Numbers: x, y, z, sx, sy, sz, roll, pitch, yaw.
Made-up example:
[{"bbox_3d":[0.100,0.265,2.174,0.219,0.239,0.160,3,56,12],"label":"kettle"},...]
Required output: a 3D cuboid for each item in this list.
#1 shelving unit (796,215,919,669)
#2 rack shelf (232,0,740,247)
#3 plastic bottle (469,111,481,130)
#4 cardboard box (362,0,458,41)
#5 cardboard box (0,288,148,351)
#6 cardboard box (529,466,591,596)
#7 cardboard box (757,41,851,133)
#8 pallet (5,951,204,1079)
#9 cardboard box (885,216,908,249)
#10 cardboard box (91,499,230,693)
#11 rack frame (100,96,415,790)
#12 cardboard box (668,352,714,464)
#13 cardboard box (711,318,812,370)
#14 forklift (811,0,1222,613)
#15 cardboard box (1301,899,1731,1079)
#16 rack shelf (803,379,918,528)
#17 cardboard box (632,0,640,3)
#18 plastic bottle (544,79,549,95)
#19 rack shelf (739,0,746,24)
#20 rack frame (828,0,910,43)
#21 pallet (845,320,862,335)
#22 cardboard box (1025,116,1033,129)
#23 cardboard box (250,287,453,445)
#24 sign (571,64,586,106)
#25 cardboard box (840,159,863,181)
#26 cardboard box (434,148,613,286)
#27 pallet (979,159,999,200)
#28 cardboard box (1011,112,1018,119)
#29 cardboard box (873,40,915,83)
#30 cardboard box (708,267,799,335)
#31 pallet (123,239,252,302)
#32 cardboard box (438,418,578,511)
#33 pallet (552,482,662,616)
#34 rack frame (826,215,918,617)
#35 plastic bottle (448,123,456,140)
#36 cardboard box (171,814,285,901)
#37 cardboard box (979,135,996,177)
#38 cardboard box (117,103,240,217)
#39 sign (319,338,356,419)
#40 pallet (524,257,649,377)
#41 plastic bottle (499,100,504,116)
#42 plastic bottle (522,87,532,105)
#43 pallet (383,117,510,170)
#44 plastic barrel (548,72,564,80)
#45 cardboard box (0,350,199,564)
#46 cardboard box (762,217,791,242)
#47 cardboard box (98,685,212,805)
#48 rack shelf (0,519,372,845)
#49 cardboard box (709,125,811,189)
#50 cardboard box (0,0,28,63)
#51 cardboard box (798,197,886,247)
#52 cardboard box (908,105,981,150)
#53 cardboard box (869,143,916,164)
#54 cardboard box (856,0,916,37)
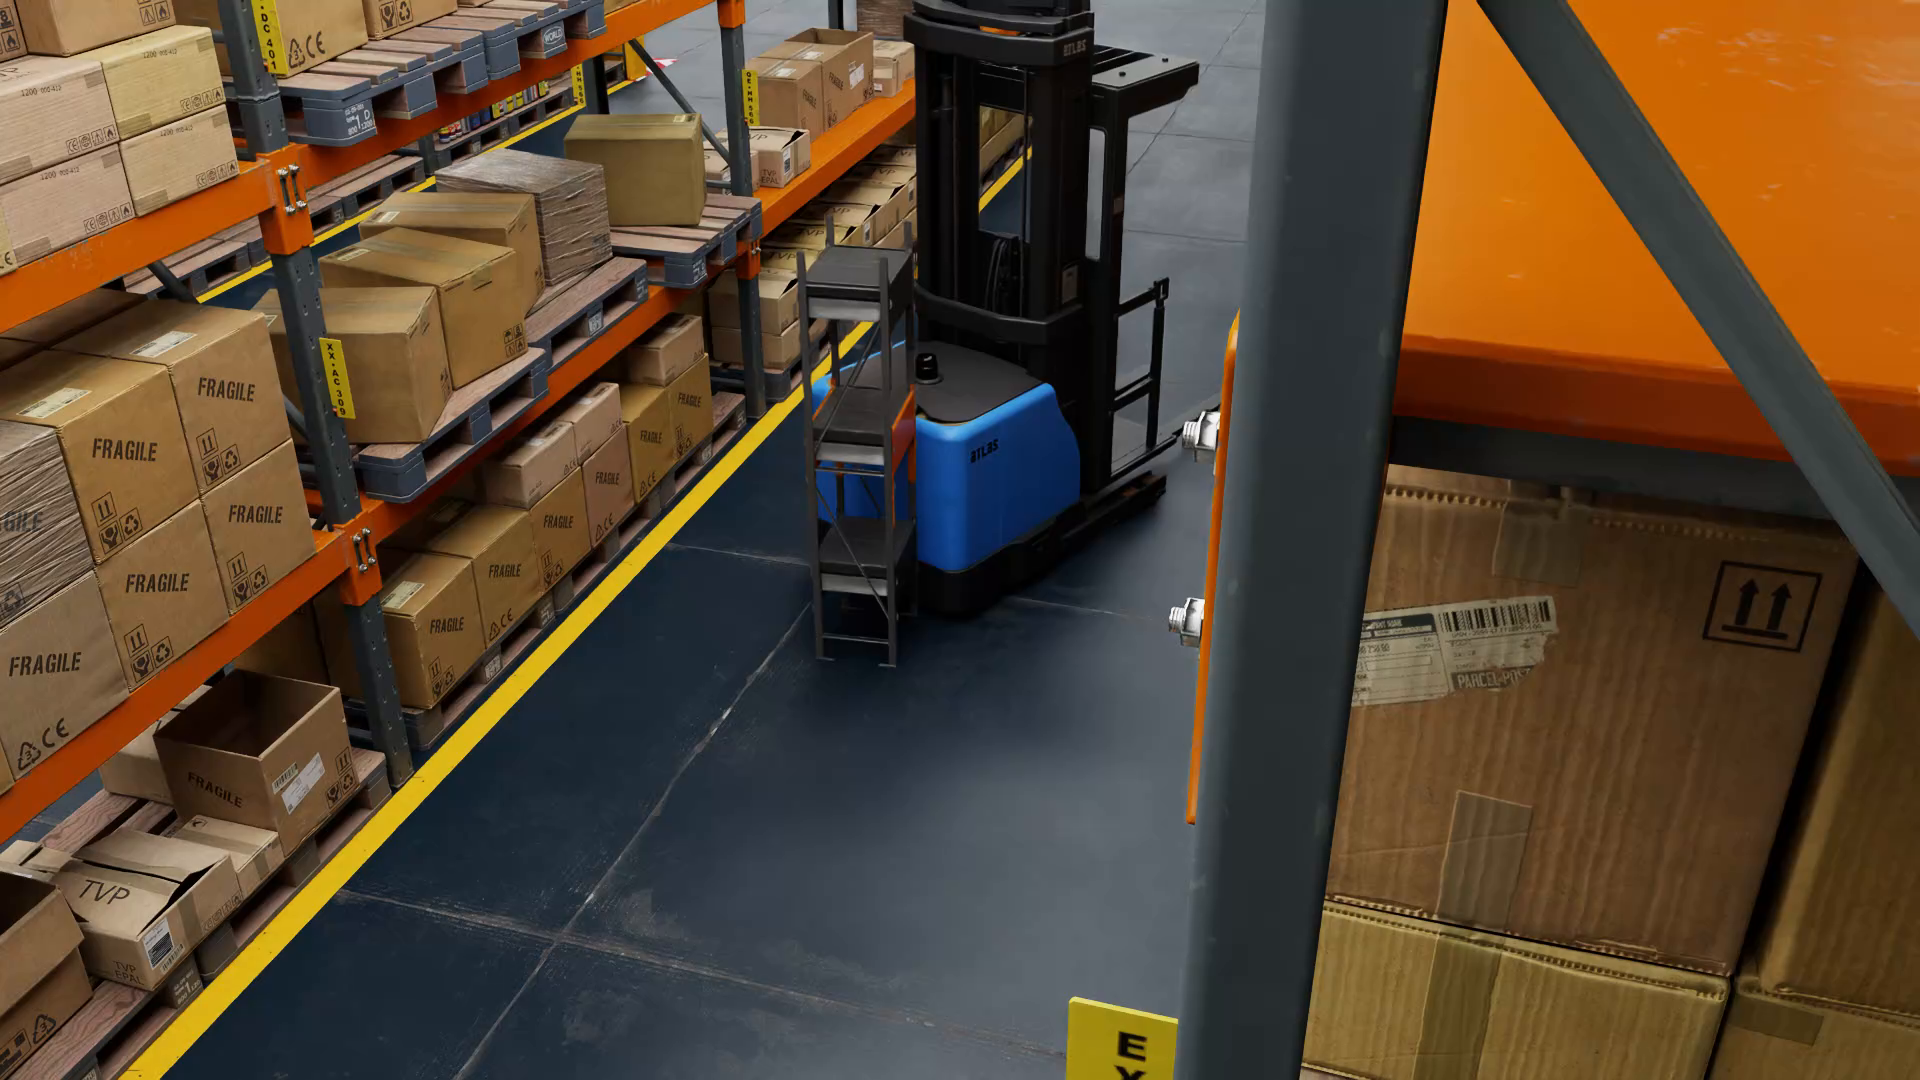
[{"bbox_3d":[-0.461,-0.427,7.858,0.431,2.100,0.503,5,30,10],"label":"shelving unit"},{"bbox_3d":[-2.328,-2.241,7.847,1.077,0.370,4.000,8,30,15],"label":"rack shelf"},{"bbox_3d":[-4.668,-4.092,15.792,0.144,0.351,0.185,9,30,16],"label":"plastic bottle"},{"bbox_3d":[-2.523,-2.434,6.817,0.600,0.600,0.600,8,30,14],"label":"cardboard box"},{"bbox_3d":[-3.323,-0.617,6.142,0.500,0.500,0.500,9,30,16],"label":"cardboard box"},{"bbox_3d":[-2.241,-0.086,8.437,0.500,0.500,0.500,9,30,15],"label":"cardboard box"},{"bbox_3d":[-1.110,-3.244,11.894,0.500,0.500,0.500,9,30,15],"label":"cardboard box"},{"bbox_3d":[-3.474,1.792,5.813,1.003,0.211,1.213,8,30,15],"label":"pallet"},{"bbox_3d":[-0.712,-2.308,12.710,0.500,0.250,0.500,9,30,16],"label":"cardboard box"},{"bbox_3d":[-2.967,0.150,5.792,0.500,0.500,0.500,9,30,16],"label":"cardboard box"},{"bbox_3d":[-2.915,-0.315,6.731,1.000,3.000,0.127,8,30,15],"label":"rack frame"},{"bbox_3d":[-1.791,-0.806,9.731,0.500,0.500,0.500,10,31,17],"label":"cardboard box"},{"bbox_3d":[-1.307,-1.357,11.001,0.500,0.250,0.500,8,30,15],"label":"cardboard box"},{"bbox_3d":[0.539,-1.556,9.032,1.130,2.935,3.031,22,36,34],"label":"forklift"},{"bbox_3d":[0.608,0.398,1.982,0.500,0.250,0.500,9,30,16],"label":"cardboard box"},{"bbox_3d":[-0.461,-0.415,7.865,0.431,0.518,0.480,5,30,10],"label":"rack shelf"},{"bbox_3d":[-1.987,-3.084,8.520,0.910,0.500,0.500,8,30,15],"label":"cardboard box"},{"bbox_3d":[-4.247,-4.654,16.956,0.097,0.201,0.097,0,29,0],"label":"plastic bottle"},{"bbox_3d":[-1.154,-4.100,11.189,1.077,0.370,4.000,8,30,15],"label":"rack shelf"},{"bbox_3d":[-0.567,-4.033,13.414,1.000,3.000,0.127,8,30,15],"label":"rack frame"},{"bbox_3d":[-1.102,-1.897,12.444,1.003,0.211,1.213,8,30,15],"label":"pallet"},{"bbox_3d":[0.452,-4.116,15.959,0.500,0.250,0.500,8,30,15],"label":"cardboard box"},{"bbox_3d":[-2.562,-0.730,6.943,0.700,0.500,0.500,-1,29,-2],"label":"cardboard box"},{"bbox_3d":[-2.273,-2.758,9.930,0.100,0.325,0.005,8,30,15],"label":"sign"},{"bbox_3d":[-1.079,-2.871,13.146,0.500,0.311,0.500,8,30,14],"label":"cardboard box"},{"bbox_3d":[-2.269,-1.695,8.676,0.700,0.500,0.500,14,32,24],"label":"cardboard box"},{"bbox_3d":[-0.294,-3.178,14.745,1.003,0.211,1.213,8,30,15],"label":"pallet"},{"bbox_3d":[0.306,-4.211,15.359,0.500,0.500,0.500,8,30,15],"label":"cardboard box"},{"bbox_3d":[-0.670,-3.732,13.028,0.500,0.250,0.500,10,31,18],"label":"cardboard box"},{"bbox_3d":[-1.307,-1.602,10.864,0.500,0.311,0.500,10,30,17],"label":"cardboard box"},{"bbox_3d":[-6.211,-2.018,12.661,1.003,0.211,1.213,8,30,15],"label":"pallet"},{"bbox_3d":[-2.247,-0.397,8.226,0.500,0.250,0.500,9,30,15],"label":"cardboard box"},{"bbox_3d":[-2.357,-0.049,9.120,1.003,0.211,1.213,8,30,15],"label":"pallet"},{"bbox_3d":[-0.415,-0.544,8.067,0.400,2.100,0.015,5,30,10],"label":"rack frame"},{"bbox_3d":[-4.759,-3.843,15.499,0.097,0.201,0.097,0,29,0],"label":"plastic bottle"},{"bbox_3d":[-2.864,1.227,6.439,0.380,0.149,0.250,8,30,15],"label":"cardboard box"},{"bbox_3d":[0.010,-3.419,14.706,0.500,0.250,0.500,8,30,15],"label":"cardboard box"},{"bbox_3d":[-2.804,-1.296,5.563,0.500,0.250,0.500,8,30,15],"label":"cardboard box"},{"bbox_3d":[-2.394,-0.619,6.387,0.100,0.325,0.005,8,30,15],"label":"sign"},{"bbox_3d":[-2.308,-1.186,8.493,1.003,0.211,1.213,8,30,15],"label":"pallet"},{"bbox_3d":[-4.507,-4.243,16.217,0.097,0.201,0.097,0,29,0],"label":"plastic bottle"},{"bbox_3d":[-4.388,-4.508,16.618,0.152,0.276,0.135,8,30,13],"label":"plastic bottle"},{"bbox_3d":[-5.064,-3.829,15.916,1.003,0.211,1.213,8,30,15],"label":"pallet"},{"bbox_3d":[-4.394,-5.147,17.544,0.421,0.512,0.421,0,29,0],"label":"plastic barrel"},{"bbox_3d":[-2.964,-0.285,5.546,0.500,0.500,0.500,8,30,14],"label":"cardboard box"},{"bbox_3d":[-1.526,-2.156,11.860,0.500,0.311,0.500,8,30,15],"label":"cardboard box"},{"bbox_3d":[-3.245,0.832,6.982,0.500,0.311,0.500,8,30,15],"label":"cardboard box"},{"bbox_3d":[-3.502,0.929,5.235,1.077,0.370,4.000,8,30,15],"label":"rack shelf"},{"bbox_3d":[-1.294,-2.523,10.791,0.500,0.311,0.500,8,30,14],"label":"cardboard box"},{"bbox_3d":[-3.304,-1.663,4.937,0.700,0.500,0.500,8,30,15],"label":"cardboard box"},{"bbox_3d":[-0.858,-2.323,12.160,0.500,0.311,0.500,8,30,14],"label":"cardboard box"},{"bbox_3d":[-0.132,-3.513,14.105,0.500,0.500,0.500,8,30,15],"label":"cardboard box"},{"bbox_3d":[-0.412,-3.031,13.432,0.500,0.311,0.500,8,30,15],"label":"cardboard box"},{"bbox_3d":[-0.443,-4.284,13.762,0.700,0.500,0.500,8,30,14],"label":"cardboard box"}]
